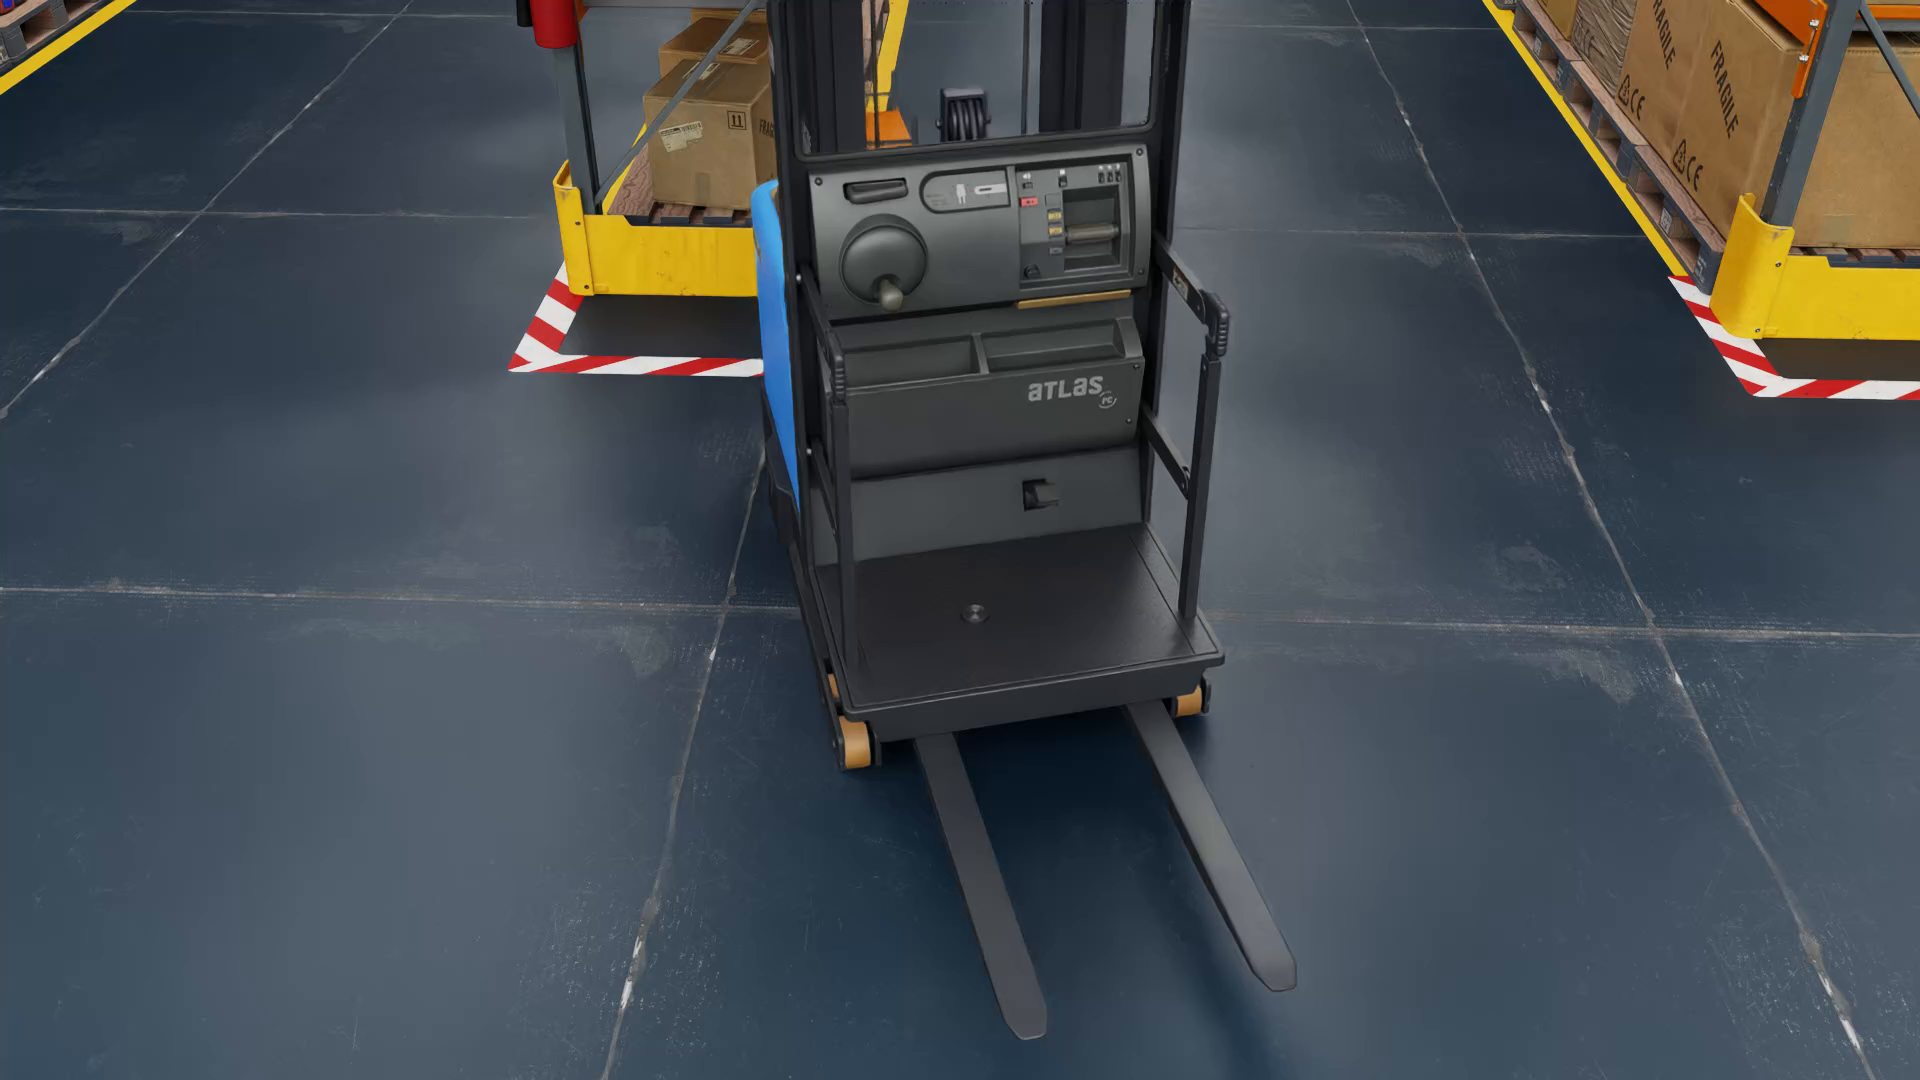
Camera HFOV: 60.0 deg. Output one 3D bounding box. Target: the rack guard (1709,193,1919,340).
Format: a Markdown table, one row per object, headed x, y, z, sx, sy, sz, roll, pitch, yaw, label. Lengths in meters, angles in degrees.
| x | y | z | sx | sy | sz | roll | pitch | yaw | label |
| --- | --- | --- | --- | --- | --- | --- | --- | --- | --- |
| 3.814 | -1.133 | 6.927 | 1.175 | 0.500 | 0.348 | 1 | 35 | 2 | rack guard |

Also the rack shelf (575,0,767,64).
| x | y | z | sx | sy | sz | roll | pitch | yaw | label |
| --- | --- | --- | --- | --- | --- | --- | --- | --- | --- |
| -1.056 | -3.197 | 8.315 | 1.077 | 0.370 | 4.000 | 1 | 35 | 2 | rack shelf |

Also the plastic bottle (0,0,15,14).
| x | y | z | sx | sy | sz | roll | pitch | yaw | label |
| --- | --- | --- | --- | --- | --- | --- | --- | --- | --- |
| -5.635 | -3.242 | 9.734 | 0.061 | 0.283 | 0.133 | 4 | 35 | 5 | plastic bottle |

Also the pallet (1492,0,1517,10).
| x | y | z | sx | sy | sz | roll | pitch | yaw | label |
| --- | --- | --- | --- | --- | --- | --- | --- | --- | --- |
| 3.932 | -3.772 | 10.933 | 1.003 | 0.211 | 1.213 | 1 | 35 | 2 | pallet |

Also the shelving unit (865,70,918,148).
| x | y | z | sx | sy | sz | roll | pitch | yaw | label |
| --- | --- | --- | --- | --- | --- | --- | --- | --- | --- |
| -0.307 | -1.085 | 6.241 | 0.258 | 1.200 | 0.503 | -6 | 34 | -8 | shelving unit |

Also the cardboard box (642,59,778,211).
| x | y | z | sx | sy | sz | roll | pitch | yaw | label |
| --- | --- | --- | --- | --- | --- | --- | --- | --- | --- |
| -1.095 | -1.849 | 7.582 | 0.500 | 0.500 | 0.500 | 8 | 36 | 11 | cardboard box |

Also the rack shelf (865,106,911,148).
| x | y | z | sx | sy | sz | roll | pitch | yaw | label |
| --- | --- | --- | --- | --- | --- | --- | --- | --- | --- |
| -0.308 | -1.410 | 6.021 | 0.258 | 0.148 | 0.480 | -6 | 34 | -8 | rack shelf |

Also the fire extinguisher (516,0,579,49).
| x | y | z | sx | sy | sz | roll | pitch | yaw | label |
| --- | --- | --- | --- | --- | --- | --- | --- | --- | --- |
| -1.602 | -2.255 | 6.417 | 0.296 | 0.674 | 0.183 | 1 | 35 | 2 | fire extinguisher |

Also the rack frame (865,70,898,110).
| x | y | z | sx | sy | sz | roll | pitch | yaw | label |
| --- | --- | --- | --- | --- | --- | --- | --- | --- | --- |
| -0.350 | -1.219 | 6.440 | 0.240 | 1.200 | 0.015 | -6 | 34 | -8 | rack frame |

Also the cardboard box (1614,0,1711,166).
| x | y | z | sx | sy | sz | roll | pitch | yaw | label |
| --- | --- | --- | --- | --- | --- | --- | --- | --- | --- |
| 3.810 | -2.369 | 7.994 | 0.875 | 0.875 | 0.875 | 1 | 35 | 1 | cardboard box |

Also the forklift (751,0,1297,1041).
| x | y | z | sx | sy | sz | roll | pitch | yaw | label |
| --- | --- | --- | --- | --- | --- | --- | --- | --- | --- |
| 0.115 | -0.778 | 4.308 | 1.130 | 2.935 | 3.031 | -8 | 36 | -11 | forklift |

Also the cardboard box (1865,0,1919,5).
| x | y | z | sx | sy | sz | roll | pitch | yaw | label |
| --- | --- | --- | --- | --- | --- | --- | --- | --- | --- |
| 3.785 | -2.445 | 6.490 | 0.875 | 0.550 | 0.550 | 1 | 35 | 2 | cardboard box |

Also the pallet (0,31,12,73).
| x | y | z | sx | sy | sz | roll | pitch | yaw | label |
| --- | --- | --- | --- | --- | --- | --- | --- | --- | --- |
| -6.040 | -2.526 | 9.161 | 1.003 | 0.211 | 1.213 | 1 | 35 | 2 | pallet |

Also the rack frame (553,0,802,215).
| x | y | z | sx | sy | sz | roll | pitch | yaw | label |
| --- | --- | --- | --- | --- | --- | --- | --- | --- | --- |
| -1.137 | -2.342 | 6.474 | 1.000 | 3.000 | 0.127 | 1 | 35 | 2 | rack frame |

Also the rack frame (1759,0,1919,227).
| x | y | z | sx | sy | sz | roll | pitch | yaw | label |
| --- | --- | --- | --- | --- | --- | --- | --- | --- | --- |
| 3.815 | -2.169 | 6.228 | 1.000 | 3.000 | 0.127 | 1 | 35 | 2 | rack frame |

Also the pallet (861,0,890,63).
| x | y | z | sx | sy | sz | roll | pitch | yaw | label |
| --- | --- | --- | --- | --- | --- | --- | --- | --- | --- |
| -0.968 | -3.113 | 9.995 | 1.003 | 0.211 | 1.213 | 1 | 35 | 2 | pallet |

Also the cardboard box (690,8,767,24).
| x | y | z | sx | sy | sz | roll | pitch | yaw | label |
| --- | --- | --- | --- | --- | --- | --- | --- | --- | --- |
| -1.061 | -2.553 | 8.583 | 0.500 | 0.500 | 0.500 | 4 | 35 | 6 | cardboard box |

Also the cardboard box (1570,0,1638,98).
| x | y | z | sx | sy | sz | roll | pitch | yaw | label |
| --- | --- | --- | --- | --- | --- | --- | --- | --- | --- |
| 3.848 | -2.892 | 8.739 | 0.875 | 0.875 | 0.875 | 2 | 35 | 2 | cardboard box |

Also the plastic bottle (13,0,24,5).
| x | y | z | sx | sy | sz | roll | pitch | yaw | label |
| --- | --- | --- | --- | --- | --- | --- | --- | --- | --- |
| -5.671 | -3.364 | 9.849 | 0.144 | 0.351 | 0.185 | 0 | 35 | 0 | plastic bottle |

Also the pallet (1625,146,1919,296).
| x | y | z | sx | sy | sz | roll | pitch | yaw | label |
| --- | --- | --- | --- | --- | --- | --- | --- | --- | --- |
| 3.769 | -1.490 | 7.686 | 1.003 | 0.211 | 1.213 | 1 | 35 | 2 | pallet |

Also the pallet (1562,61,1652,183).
| x | y | z | sx | sy | sz | roll | pitch | yaw | label |
| --- | --- | --- | --- | --- | --- | --- | --- | --- | --- |
| 3.821 | -2.189 | 8.681 | 1.003 | 0.211 | 1.213 | 1 | 35 | 2 | pallet |

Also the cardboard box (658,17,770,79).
| x | y | z | sx | sy | sz | roll | pitch | yaw | label |
| --- | --- | --- | --- | --- | --- | --- | --- | --- | --- |
| -1.105 | -2.194 | 8.071 | 0.500 | 0.500 | 0.500 | 10 | 36 | 14 | cardboard box |

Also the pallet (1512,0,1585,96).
| x | y | z | sx | sy | sz | roll | pitch | yaw | label |
| --- | --- | --- | --- | --- | --- | --- | --- | --- | --- |
| 3.867 | -2.892 | 9.681 | 1.003 | 0.211 | 1.213 | 1 | 35 | 2 | pallet |

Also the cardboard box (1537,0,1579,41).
| x | y | z | sx | sy | sz | roll | pitch | yaw | label |
| --- | --- | --- | --- | --- | --- | --- | --- | --- | --- |
| 3.881 | -3.410 | 9.476 | 0.875 | 0.875 | 0.875 | 2 | 35 | 3 | cardboard box |

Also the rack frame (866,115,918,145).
| x | y | z | sx | sy | sz | roll | pitch | yaw | label |
| --- | --- | --- | --- | --- | --- | --- | --- | --- | --- |
| -0.264 | -0.950 | 6.041 | 0.240 | 1.200 | 0.015 | -6 | 34 | -8 | rack frame |

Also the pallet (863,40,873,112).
| x | y | z | sx | sy | sz | roll | pitch | yaw | label |
| --- | --- | --- | --- | --- | --- | --- | --- | --- | --- |
| -1.014 | -2.410 | 8.995 | 1.003 | 0.211 | 1.213 | 1 | 35 | 2 | pallet |

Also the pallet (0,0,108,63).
| x | y | z | sx | sy | sz | roll | pitch | yaw | label |
| --- | --- | --- | --- | --- | --- | --- | --- | --- | --- |
| -5.994 | -3.229 | 10.161 | 1.003 | 0.211 | 1.213 | 1 | 35 | 2 | pallet |

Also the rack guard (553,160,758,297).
| x | y | z | sx | sy | sz | roll | pitch | yaw | label |
| --- | --- | --- | --- | --- | --- | --- | --- | --- | --- |
| -1.134 | -1.363 | 7.255 | 1.175 | 0.500 | 0.348 | 1 | 35 | 2 | rack guard |

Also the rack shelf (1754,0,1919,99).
| x | y | z | sx | sy | sz | roll | pitch | yaw | label |
| --- | --- | --- | --- | --- | --- | --- | --- | --- | --- |
| 3.896 | -3.024 | 8.070 | 1.077 | 0.370 | 4.000 | 1 | 35 | 2 | rack shelf |

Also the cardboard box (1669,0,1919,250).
| x | y | z | sx | sy | sz | roll | pitch | yaw | label |
| --- | --- | --- | --- | --- | --- | --- | --- | --- | --- |
| 3.776 | -1.863 | 7.275 | 0.875 | 0.875 | 0.875 | 2 | 35 | 2 | cardboard box |

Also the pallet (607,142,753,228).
| x | y | z | sx | sy | sz | roll | pitch | yaw | label |
| --- | --- | --- | --- | --- | --- | --- | --- | --- | --- |
| -1.066 | -1.711 | 8.001 | 1.003 | 0.211 | 1.213 | 1 | 35 | 2 | pallet |
